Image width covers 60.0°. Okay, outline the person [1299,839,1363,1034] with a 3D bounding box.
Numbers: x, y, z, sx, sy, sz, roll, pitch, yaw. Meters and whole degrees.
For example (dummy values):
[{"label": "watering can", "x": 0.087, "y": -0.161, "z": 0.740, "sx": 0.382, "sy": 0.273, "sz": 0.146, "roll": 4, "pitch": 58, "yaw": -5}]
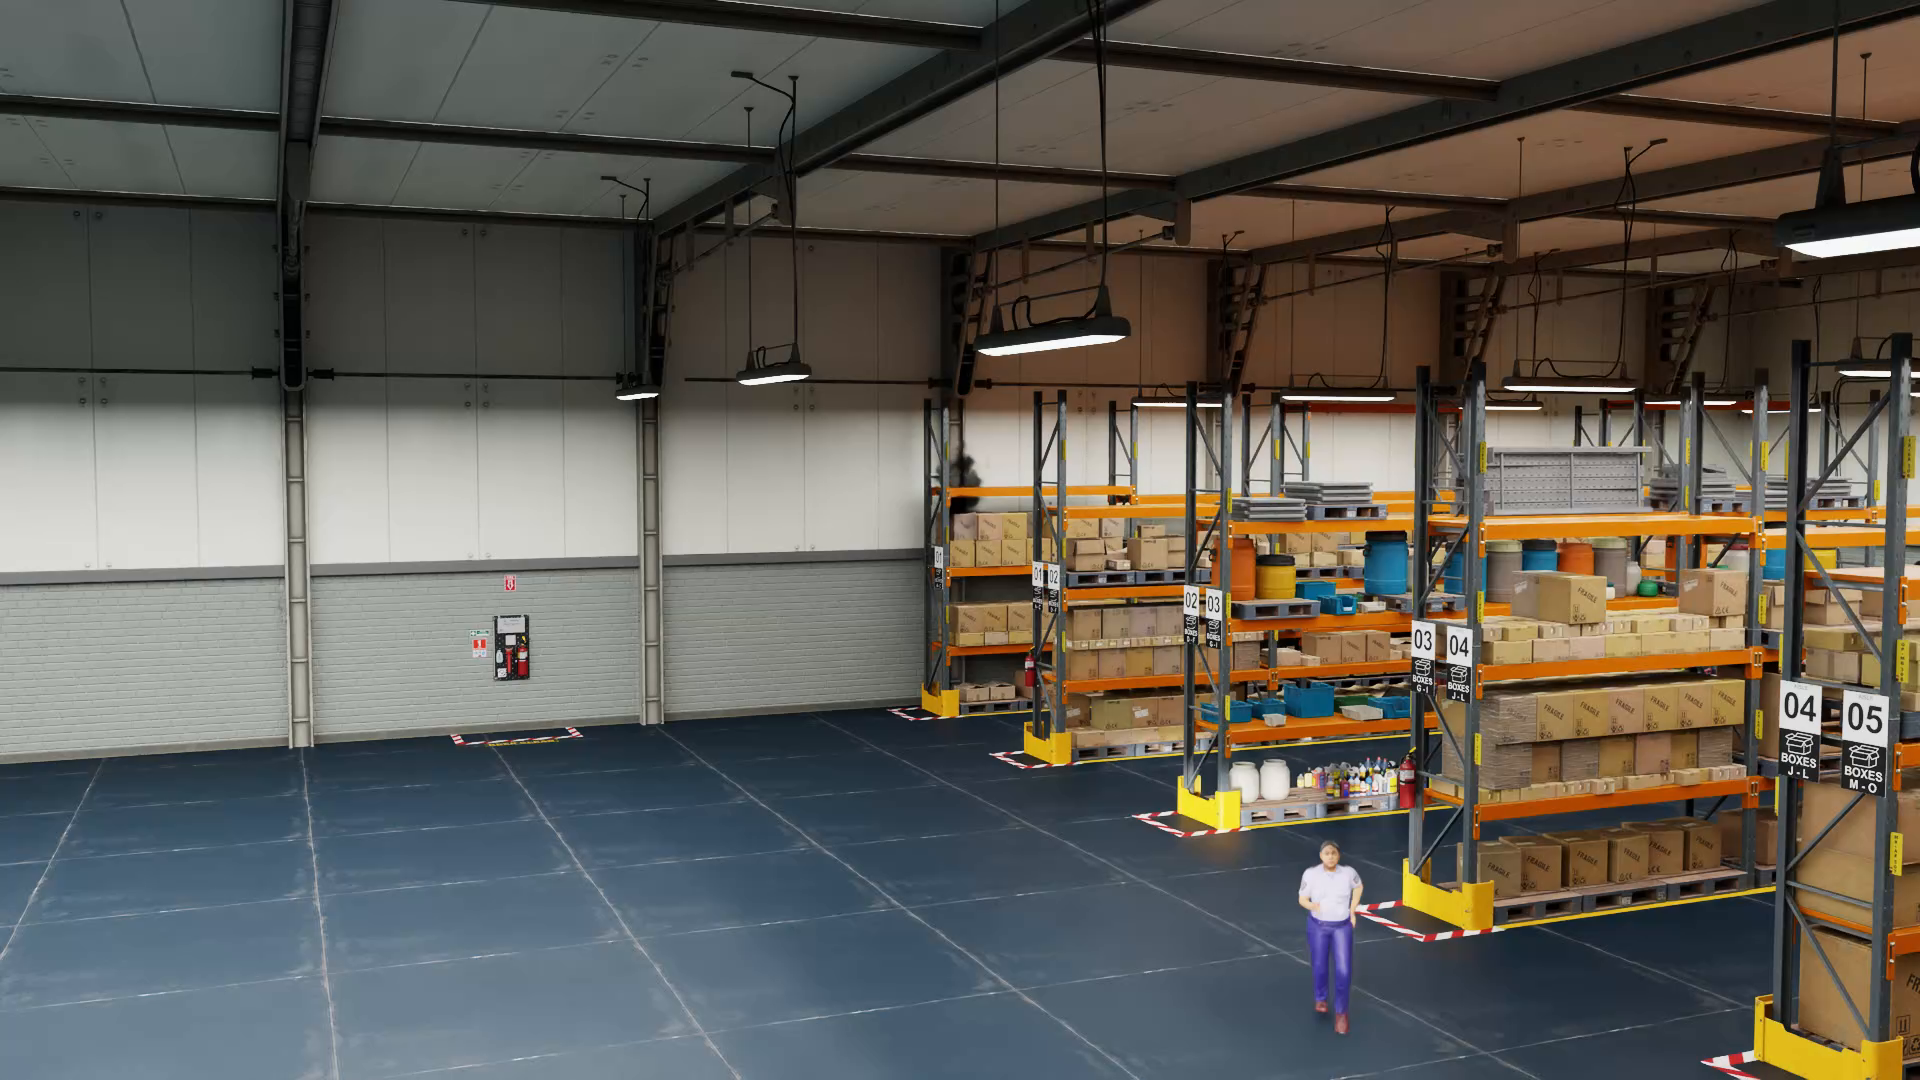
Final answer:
[{"label": "person", "x": 3.277, "y": 3.487, "z": 14.724, "sx": 0.554, "sy": 1.687, "sz": 0.759, "roll": 1, "pitch": 3, "yaw": 14}]
